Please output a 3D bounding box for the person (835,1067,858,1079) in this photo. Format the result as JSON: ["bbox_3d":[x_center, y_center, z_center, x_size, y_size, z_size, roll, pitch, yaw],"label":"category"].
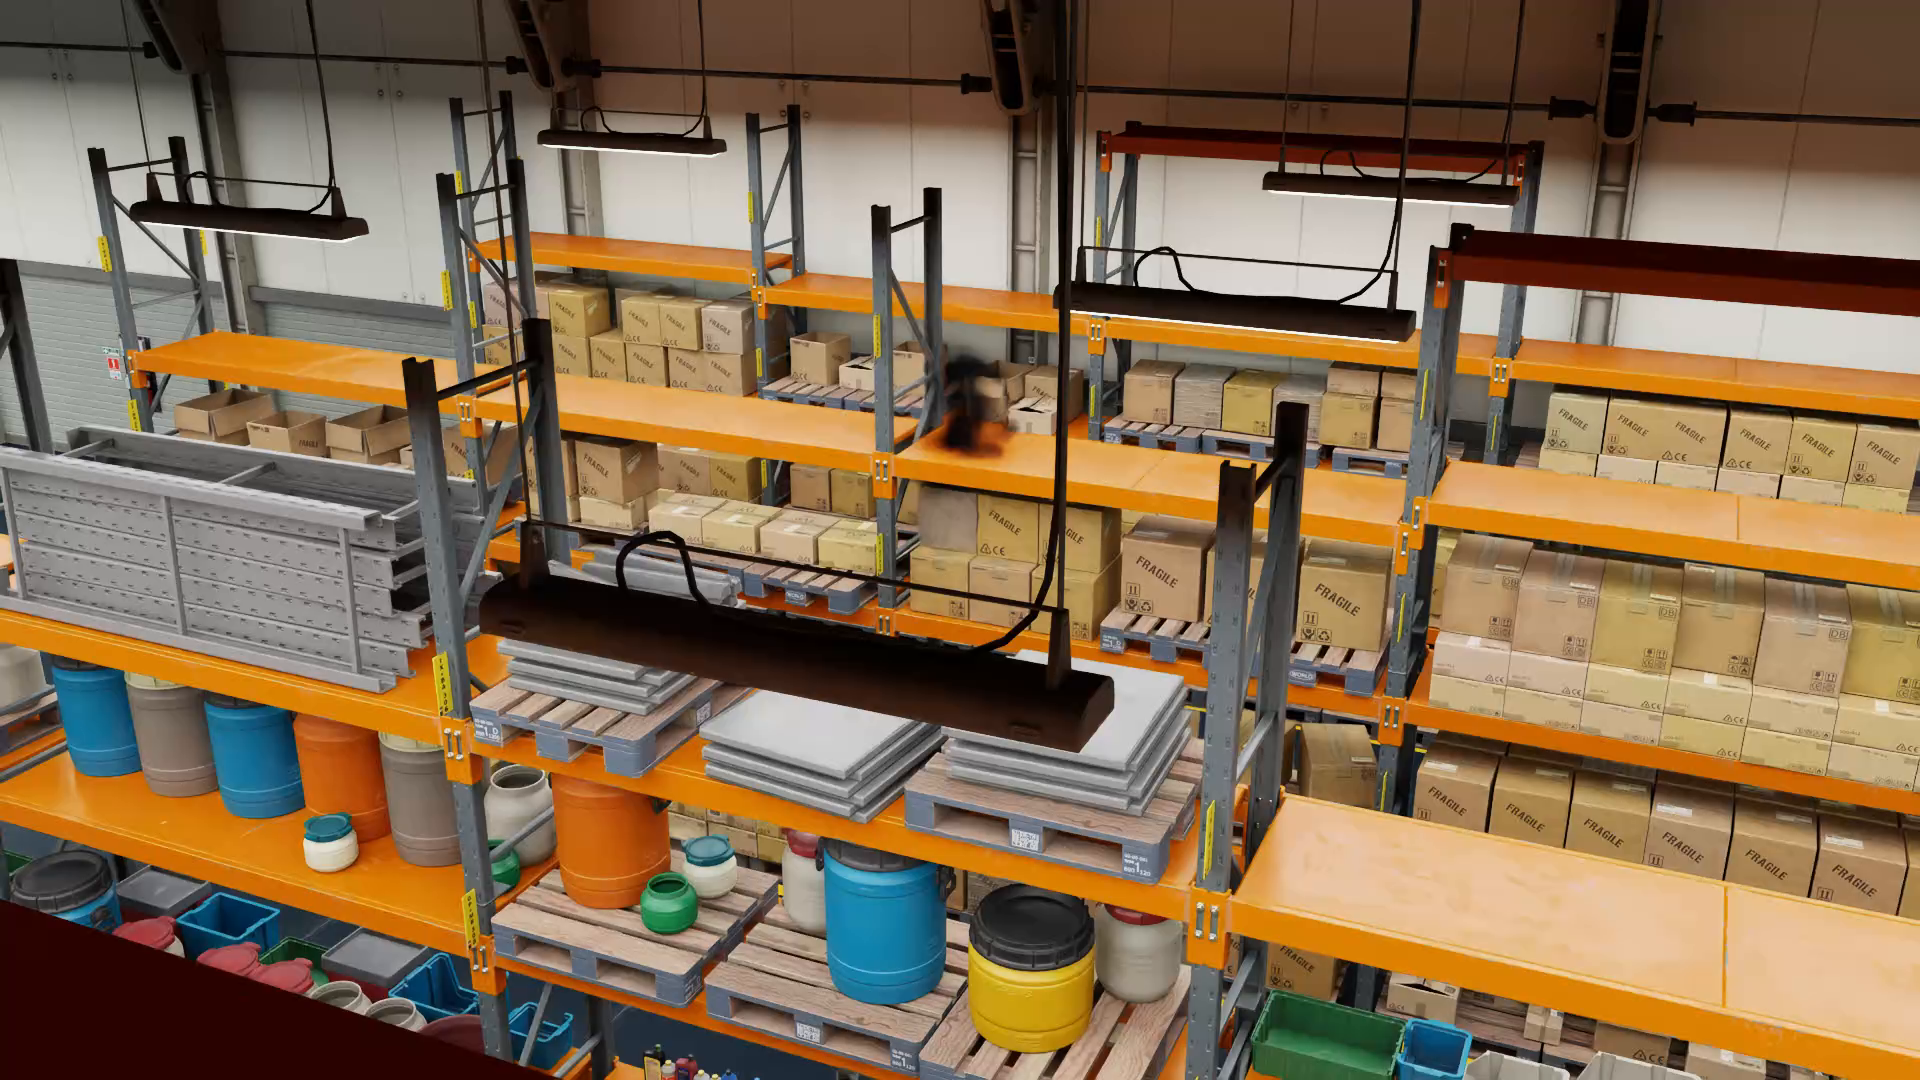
[{"bbox_3d":[-0.577,3.306,11.491,0.892,1.681,0.600,5,21,14],"label":"person"}]
